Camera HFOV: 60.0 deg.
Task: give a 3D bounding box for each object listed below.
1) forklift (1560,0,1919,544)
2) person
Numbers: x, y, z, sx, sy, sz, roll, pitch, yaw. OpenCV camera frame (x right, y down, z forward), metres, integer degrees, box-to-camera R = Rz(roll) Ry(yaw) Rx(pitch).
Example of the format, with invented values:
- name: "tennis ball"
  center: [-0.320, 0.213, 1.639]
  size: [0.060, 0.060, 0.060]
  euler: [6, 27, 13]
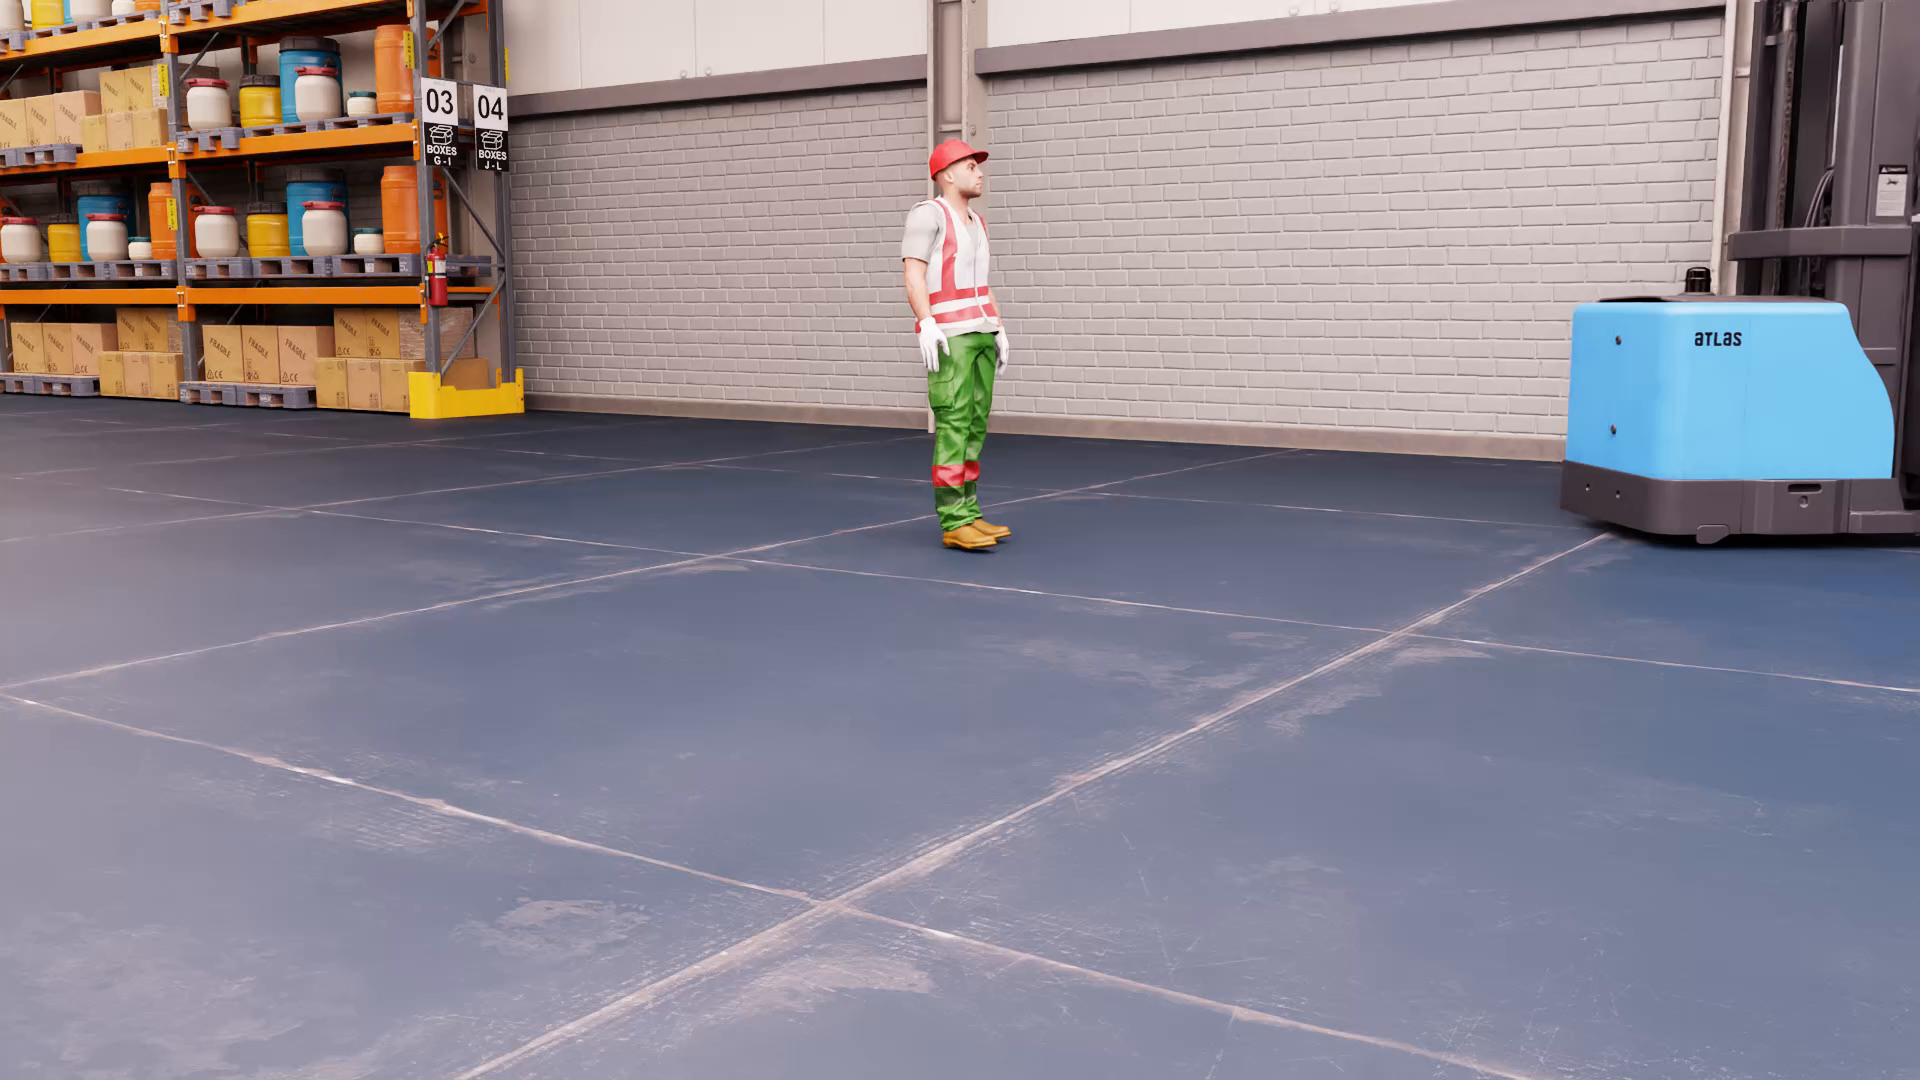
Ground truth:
- name: "forklift"
  center: [4.500, -1.491, 7.679]
  size: [3.031, 2.935, 1.130]
  euler: [-1, 8, -5]
- name: "person"
  center: [0.061, -0.885, 7.423]
  size: [0.562, 1.789, 0.638]
  euler: [5, 10, 34]
